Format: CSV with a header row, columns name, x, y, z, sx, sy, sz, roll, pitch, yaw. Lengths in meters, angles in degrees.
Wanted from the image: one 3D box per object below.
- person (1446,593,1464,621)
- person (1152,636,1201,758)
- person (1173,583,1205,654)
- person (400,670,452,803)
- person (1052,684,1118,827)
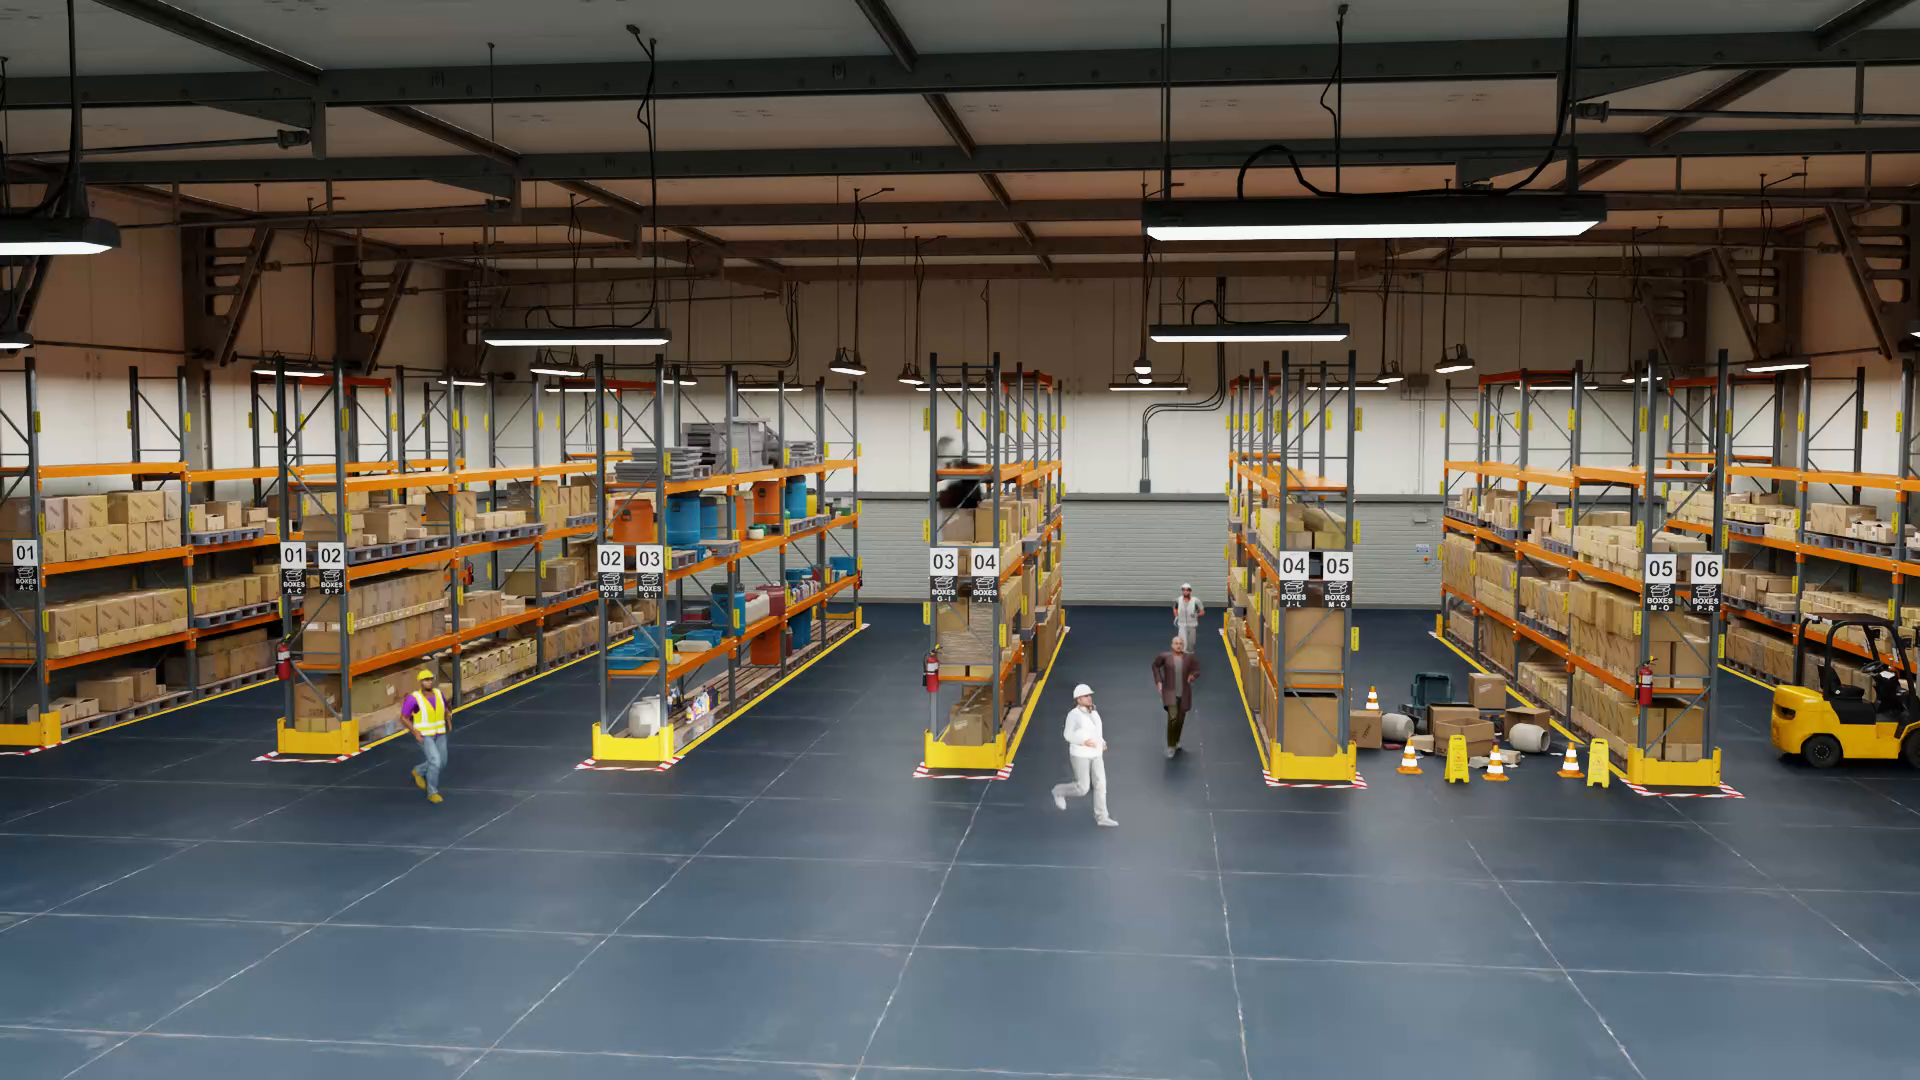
name,x,y,z,sx,sy,sz,roll,pitch,yaw
person,12.050,1.364,40.143,0.740,1.687,0.681,2,4,21
person,3.275,2.362,25.030,0.688,1.839,0.836,0,4,-5
person,4.557,1.758,33.146,0.633,1.804,0.928,1,4,10
person,-7.072,2.584,22.076,0.649,1.742,0.693,3,5,37
person,1.589,2.667,20.691,0.677,1.743,0.984,-4,6,-43
